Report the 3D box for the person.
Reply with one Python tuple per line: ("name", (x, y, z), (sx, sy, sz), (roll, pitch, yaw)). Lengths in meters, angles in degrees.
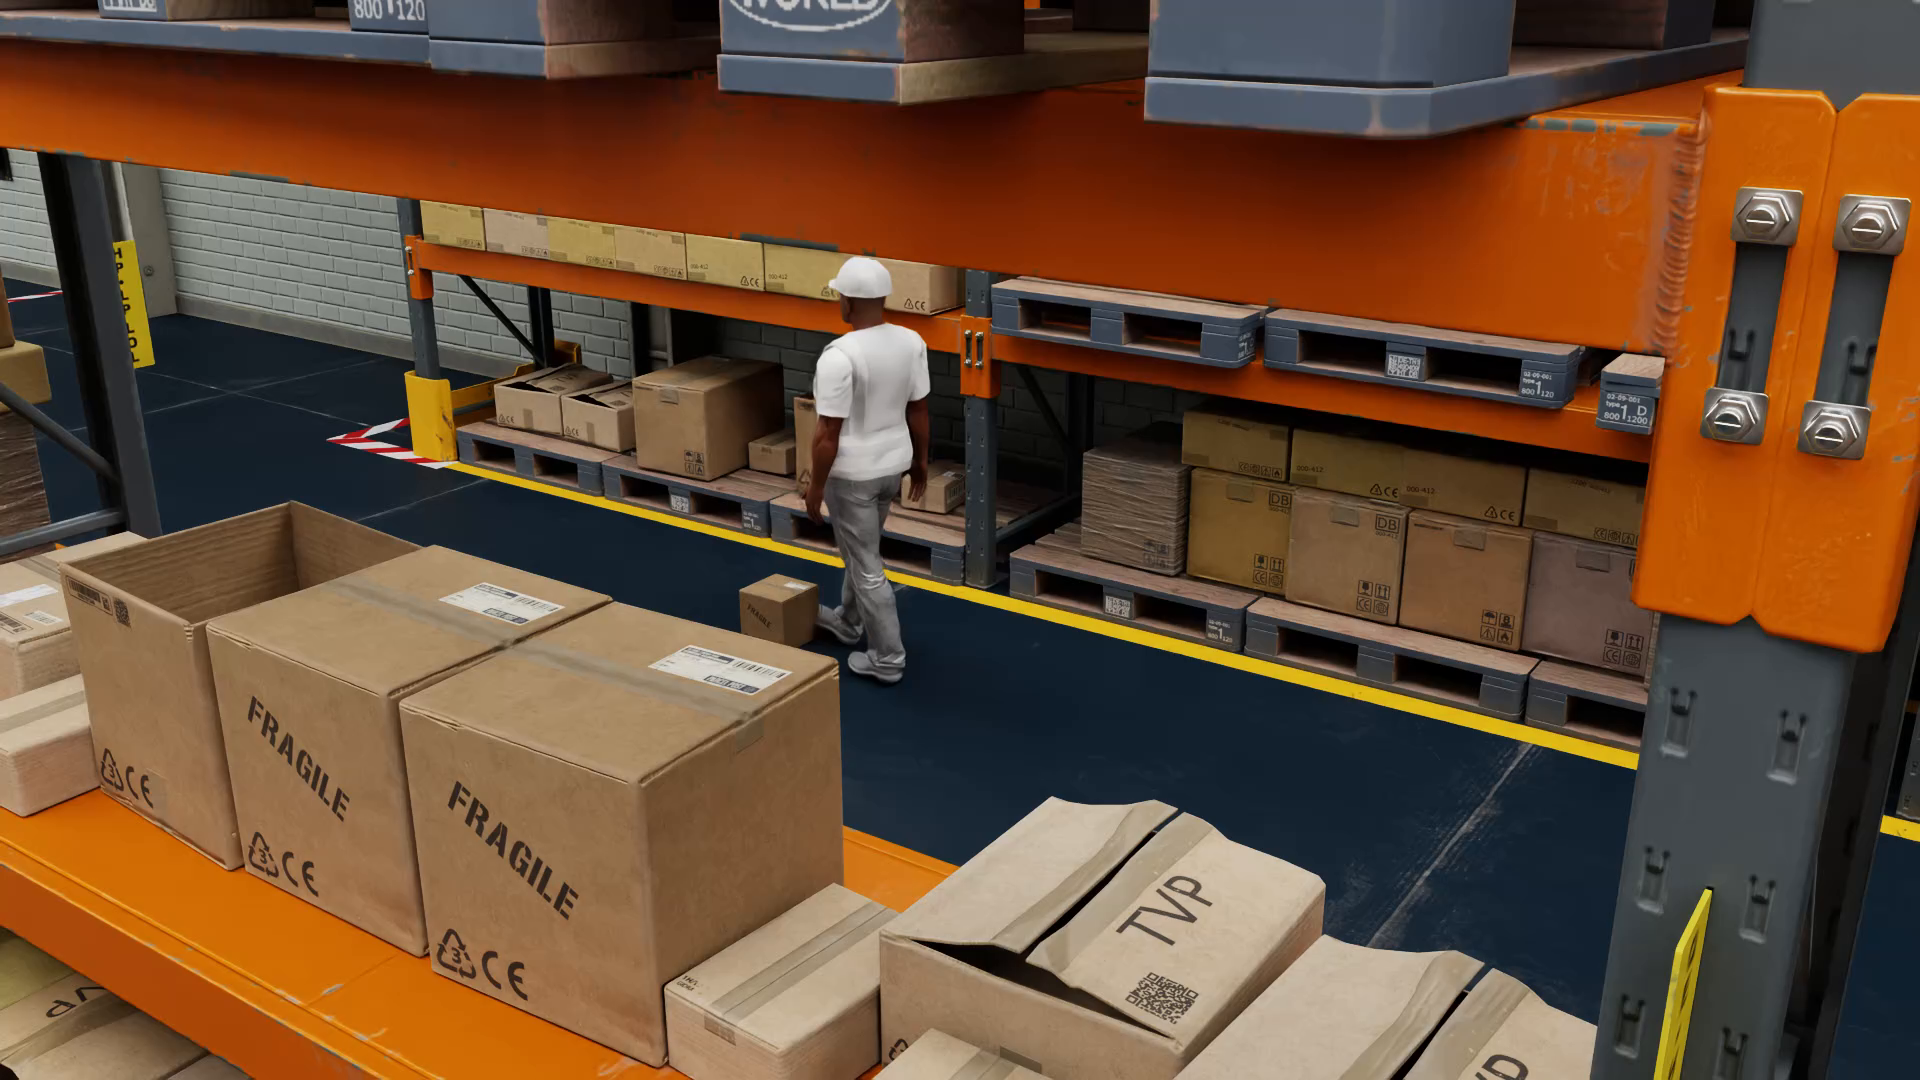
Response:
("person", (-0.479, -0.314, 6.913), (0.741, 1.756, 0.590), (17, 26, 39))
